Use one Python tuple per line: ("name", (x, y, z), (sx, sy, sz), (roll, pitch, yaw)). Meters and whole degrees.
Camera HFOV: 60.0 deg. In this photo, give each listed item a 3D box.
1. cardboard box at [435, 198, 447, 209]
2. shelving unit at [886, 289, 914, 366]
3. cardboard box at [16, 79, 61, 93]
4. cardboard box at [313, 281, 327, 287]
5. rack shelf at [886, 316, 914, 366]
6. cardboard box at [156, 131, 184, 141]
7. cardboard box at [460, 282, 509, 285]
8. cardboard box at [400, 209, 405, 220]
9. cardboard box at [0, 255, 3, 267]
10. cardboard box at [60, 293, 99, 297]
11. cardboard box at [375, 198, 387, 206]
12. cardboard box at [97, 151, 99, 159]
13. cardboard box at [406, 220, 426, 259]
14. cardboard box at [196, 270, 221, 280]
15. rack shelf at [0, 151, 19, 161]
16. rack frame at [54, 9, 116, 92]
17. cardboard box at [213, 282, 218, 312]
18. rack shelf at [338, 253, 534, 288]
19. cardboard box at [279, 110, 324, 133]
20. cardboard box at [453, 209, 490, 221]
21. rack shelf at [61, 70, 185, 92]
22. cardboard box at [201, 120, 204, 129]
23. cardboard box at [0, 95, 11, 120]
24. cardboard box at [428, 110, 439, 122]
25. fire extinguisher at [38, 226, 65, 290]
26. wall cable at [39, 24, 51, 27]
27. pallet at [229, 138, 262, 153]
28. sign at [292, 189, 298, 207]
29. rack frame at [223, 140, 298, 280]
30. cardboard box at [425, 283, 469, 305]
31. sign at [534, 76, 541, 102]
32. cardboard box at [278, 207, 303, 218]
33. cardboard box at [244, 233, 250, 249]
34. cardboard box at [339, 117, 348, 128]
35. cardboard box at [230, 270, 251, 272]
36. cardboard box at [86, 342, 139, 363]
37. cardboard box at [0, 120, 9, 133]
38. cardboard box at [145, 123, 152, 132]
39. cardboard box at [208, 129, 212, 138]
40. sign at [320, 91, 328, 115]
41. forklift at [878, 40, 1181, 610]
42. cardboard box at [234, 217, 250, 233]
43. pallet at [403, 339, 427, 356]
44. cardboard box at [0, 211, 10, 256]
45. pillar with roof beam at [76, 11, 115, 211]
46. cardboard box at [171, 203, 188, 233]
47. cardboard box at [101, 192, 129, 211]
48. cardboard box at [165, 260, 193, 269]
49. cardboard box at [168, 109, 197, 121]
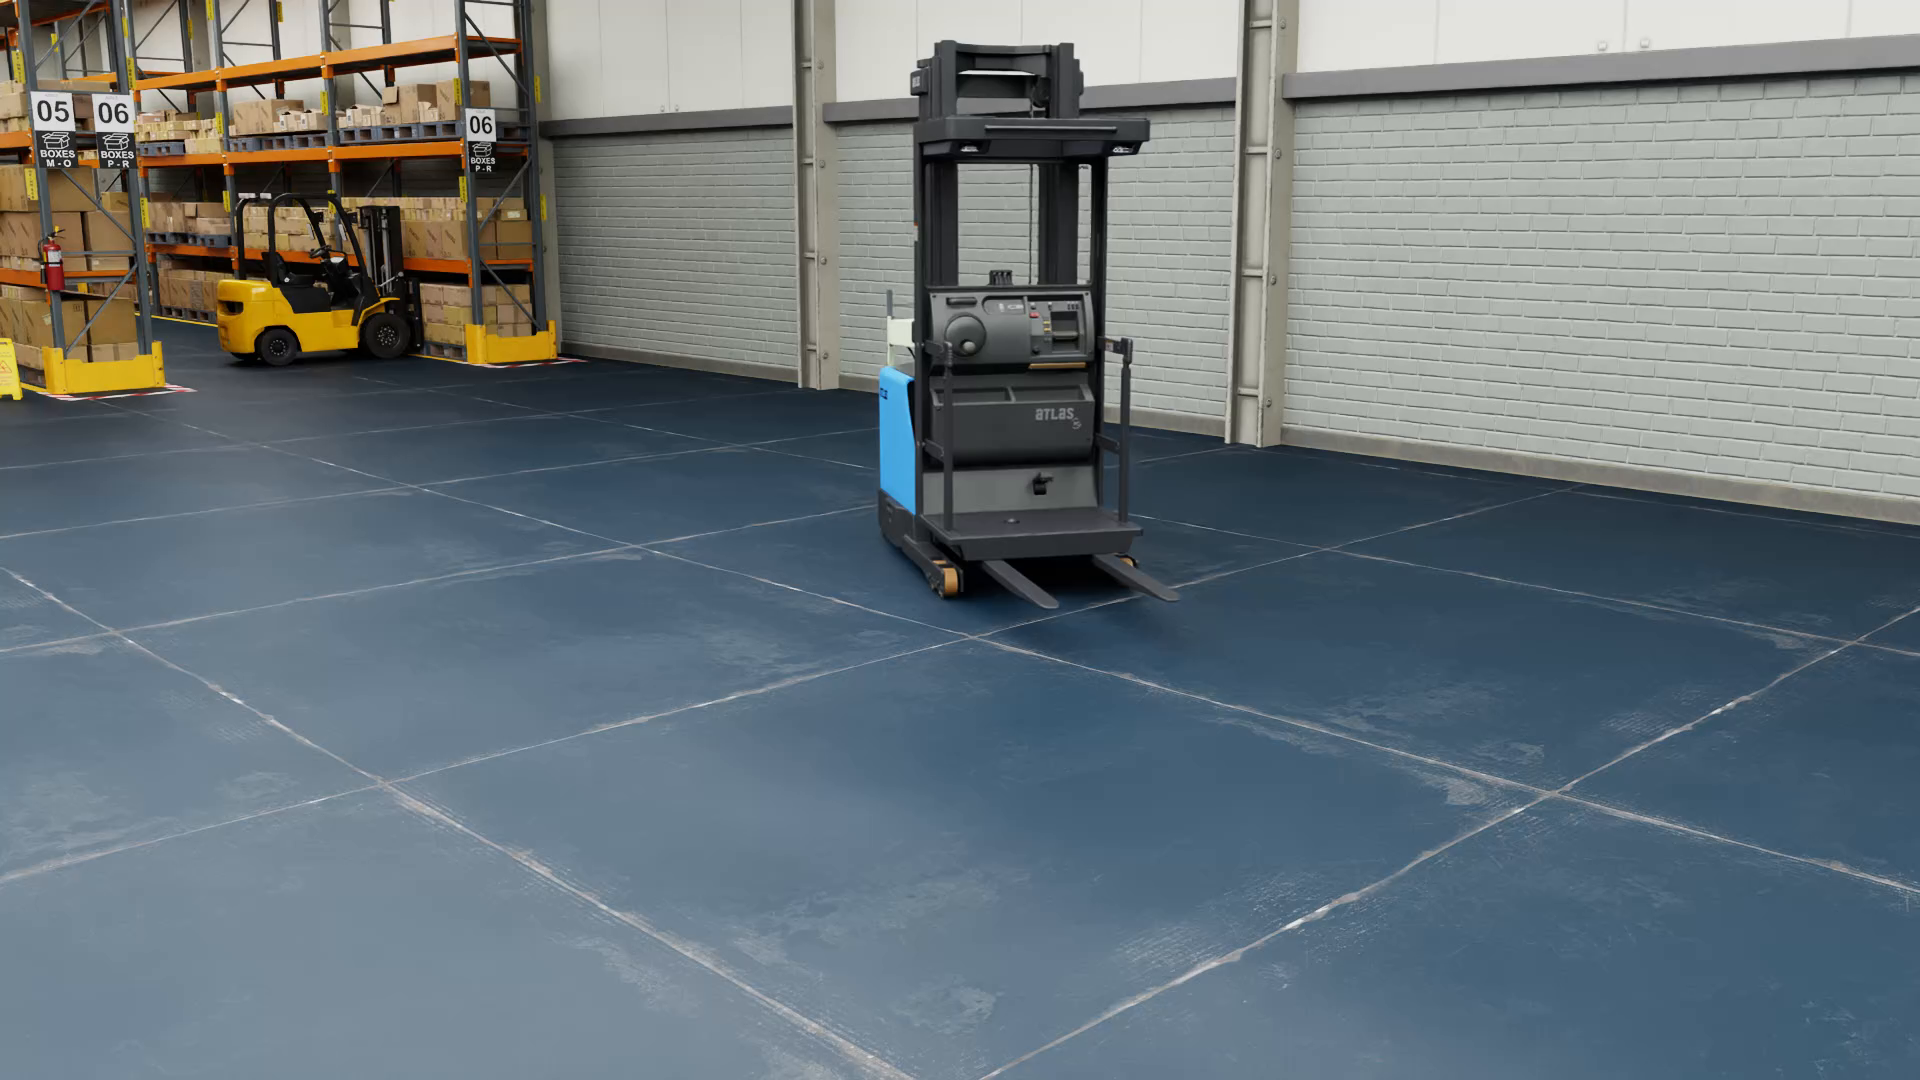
("cardboard box", (-6.692, -4.439, 21.929), (0.380, 0.149, 0.250), (-10, 16, -41))
("shelving unit", (-0.117, -0.893, 11.028), (0.431, 1.500, 0.755), (-7, 14, -32))
("cardboard box", (-9.934, -4.890, 17.925), (0.380, 0.149, 0.250), (-11, 16, -42))
("cardboard box", (-9.560, -3.653, 25.551), (0.875, 0.625, 0.625), (-11, 16, -43))
("rack shelf", (-0.117, -1.275, 10.949), (0.431, 0.370, 0.720), (-7, 14, -32))
("cardboard box", (-13.560, -6.942, 28.571), (0.380, 0.149, 0.250), (-11, 16, -43))
("cardboard box", (-6.442, -3.355, 22.557), (0.500, 0.250, 0.500), (-11, 16, -42))
("cardboard box", (-7.578, -4.476, 22.849), (0.380, 0.149, 0.250), (-11, 16, -44))
("cardboard box", (-11.192, -3.294, 19.590), (0.380, 0.149, 0.250), (-11, 16, -43))
("cardboard box", (-10.565, -2.681, 19.906), (0.500, 0.500, 0.500), (-10, 16, -41))
("cardboard box", (-7.925, -4.698, 23.188), (0.380, 0.149, 0.250), (-11, 16, -43))
("cardboard box", (-15.908, -7.202, 31.125), (0.380, 0.149, 0.250), (-11, 16, -42))
("cardboard box", (-7.135, -4.073, 22.501), (0.500, 0.500, 0.500), (-11, 16, -44))
("cardboard box", (-12.976, -4.581, 28.760), (0.380, 0.149, 0.250), (-11, 16, -42))
("rack shelf", (-13.630, -5.137, 22.263), (1.077, 0.370, 4.000), (-11, 16, -43))
("rack frame", (-16.949, -9.111, 32.332), (1.000, 3.000, 0.127), (-11, 16, -43))
("cardboard box", (-12.209, -4.092, 27.996), (0.500, 0.500, 0.500), (-11, 16, -43))
("rack shelf", (-7.280, -3.777, 23.092), (1.077, 0.370, 4.000), (-11, 16, -43))
("cardboard box", (-9.868, -6.285, 24.982), (0.500, 0.311, 0.500), (11, 16, 43))
("cardboard box", (-6.341, -4.215, 21.584), (0.380, 0.149, 0.250), (-11, 16, -42))
("rack shelf", (-15.567, -8.465, 30.988), (1.077, 0.370, 4.000), (-11, 16, -43))
("cardboard box", (-12.346, -6.878, 27.576), (0.380, 0.149, 0.250), (-11, 16, -43))
("cardboard box", (-10.372, -4.799, 18.472), (0.500, 0.250, 0.500), (-11, 16, -43))
("cardboard box", (-6.691, -5.517, 21.655), (0.250, 0.149, 0.380), (11, 16, 44))
("fire extinguisher", (-9.741, -3.026, 17.858), (0.296, 0.674, 0.183), (-11, 16, -43))
("wall cable", (-19.920, -12.837, 36.635), (2.988, 3.039, 0.133), (-11, 16, -43))
("pallet", (-10.891, -6.295, 26.566), (1.213, 0.211, 1.003), (-10, 15, -40))
("sign", (-11.025, -5.650, 27.531), (0.100, 0.325, 0.005), (-11, 16, -43))
("rack frame", (-11.424, -5.005, 27.270), (1.000, 3.000, 0.127), (-11, 16, -43))
("cardboard box", (-6.800, -3.283, 22.210), (0.500, 0.250, 0.500), (-11, 16, -42))
("sign", (-5.494, -5.850, 21.575), (0.100, 0.325, 0.005), (-11, 16, -43))
("cardboard box", (-10.201, -5.017, 25.473), (0.250, 0.149, 0.380), (11, 16, 44))
("cardboard box", (-11.294, -4.833, 26.806), (0.500, 0.250, 0.500), (-11, 16, -42))
("cardboard box", (-8.571, -5.914, 23.584), (0.380, 0.149, 0.250), (-10, 16, -41))
("cardboard box", (-12.490, -4.605, 28.875), (0.380, 0.149, 0.250), (-11, 16, -42))
("cardboard box", (-9.844, -2.160, 19.237), (0.500, 0.250, 0.500), (-11, 16, -43))
("cardboard box", (-10.623, -4.656, 18.764), (0.380, 0.149, 0.250), (-11, 16, -43))
("cardboard box", (-13.917, -7.158, 28.886), (0.380, 0.149, 0.250), (-11, 16, -44))
("cardboard box", (-12.171, -6.696, 27.431), (0.380, 0.149, 0.250), (-10, 16, -41))
("sign", (-9.047, -6.220, 23.676), (0.100, 0.325, 0.005), (-11, 16, -43))
("forklift", (0.348, -1.211, 9.027), (1.130, 2.935, 3.031), (-3, 12, -14))
("cardboard box", (-11.312, -5.074, 26.738), (0.500, 0.250, 0.500), (-11, 16, -43))
("pallet", (-7.296, -2.755, 23.262), (1.003, 0.211, 1.213), (-11, 16, -43))
("cardboard box", (-10.746, -3.528, 19.116), (0.500, 0.500, 0.500), (-11, 16, -43))
("pillar with roof beam", (-21.272, -9.030, 31.940), (9.100, 9.000, 0.548), (-11, 16, -43))
("cardboard box", (-13.114, -5.551, 28.634), (0.700, 0.500, 0.500), (-11, 16, -43))
("cardboard box", (-15.794, -6.289, 31.281), (0.500, 0.500, 0.500), (-10, 16, -41))
("cardboard box", (-13.917, -4.913, 29.632), (0.250, 0.149, 0.380), (11, 16, 42))
("cardboard box", (-13.719, -7.469, 29.367), (0.396, 0.266, 0.258), (-11, 16, -43))
